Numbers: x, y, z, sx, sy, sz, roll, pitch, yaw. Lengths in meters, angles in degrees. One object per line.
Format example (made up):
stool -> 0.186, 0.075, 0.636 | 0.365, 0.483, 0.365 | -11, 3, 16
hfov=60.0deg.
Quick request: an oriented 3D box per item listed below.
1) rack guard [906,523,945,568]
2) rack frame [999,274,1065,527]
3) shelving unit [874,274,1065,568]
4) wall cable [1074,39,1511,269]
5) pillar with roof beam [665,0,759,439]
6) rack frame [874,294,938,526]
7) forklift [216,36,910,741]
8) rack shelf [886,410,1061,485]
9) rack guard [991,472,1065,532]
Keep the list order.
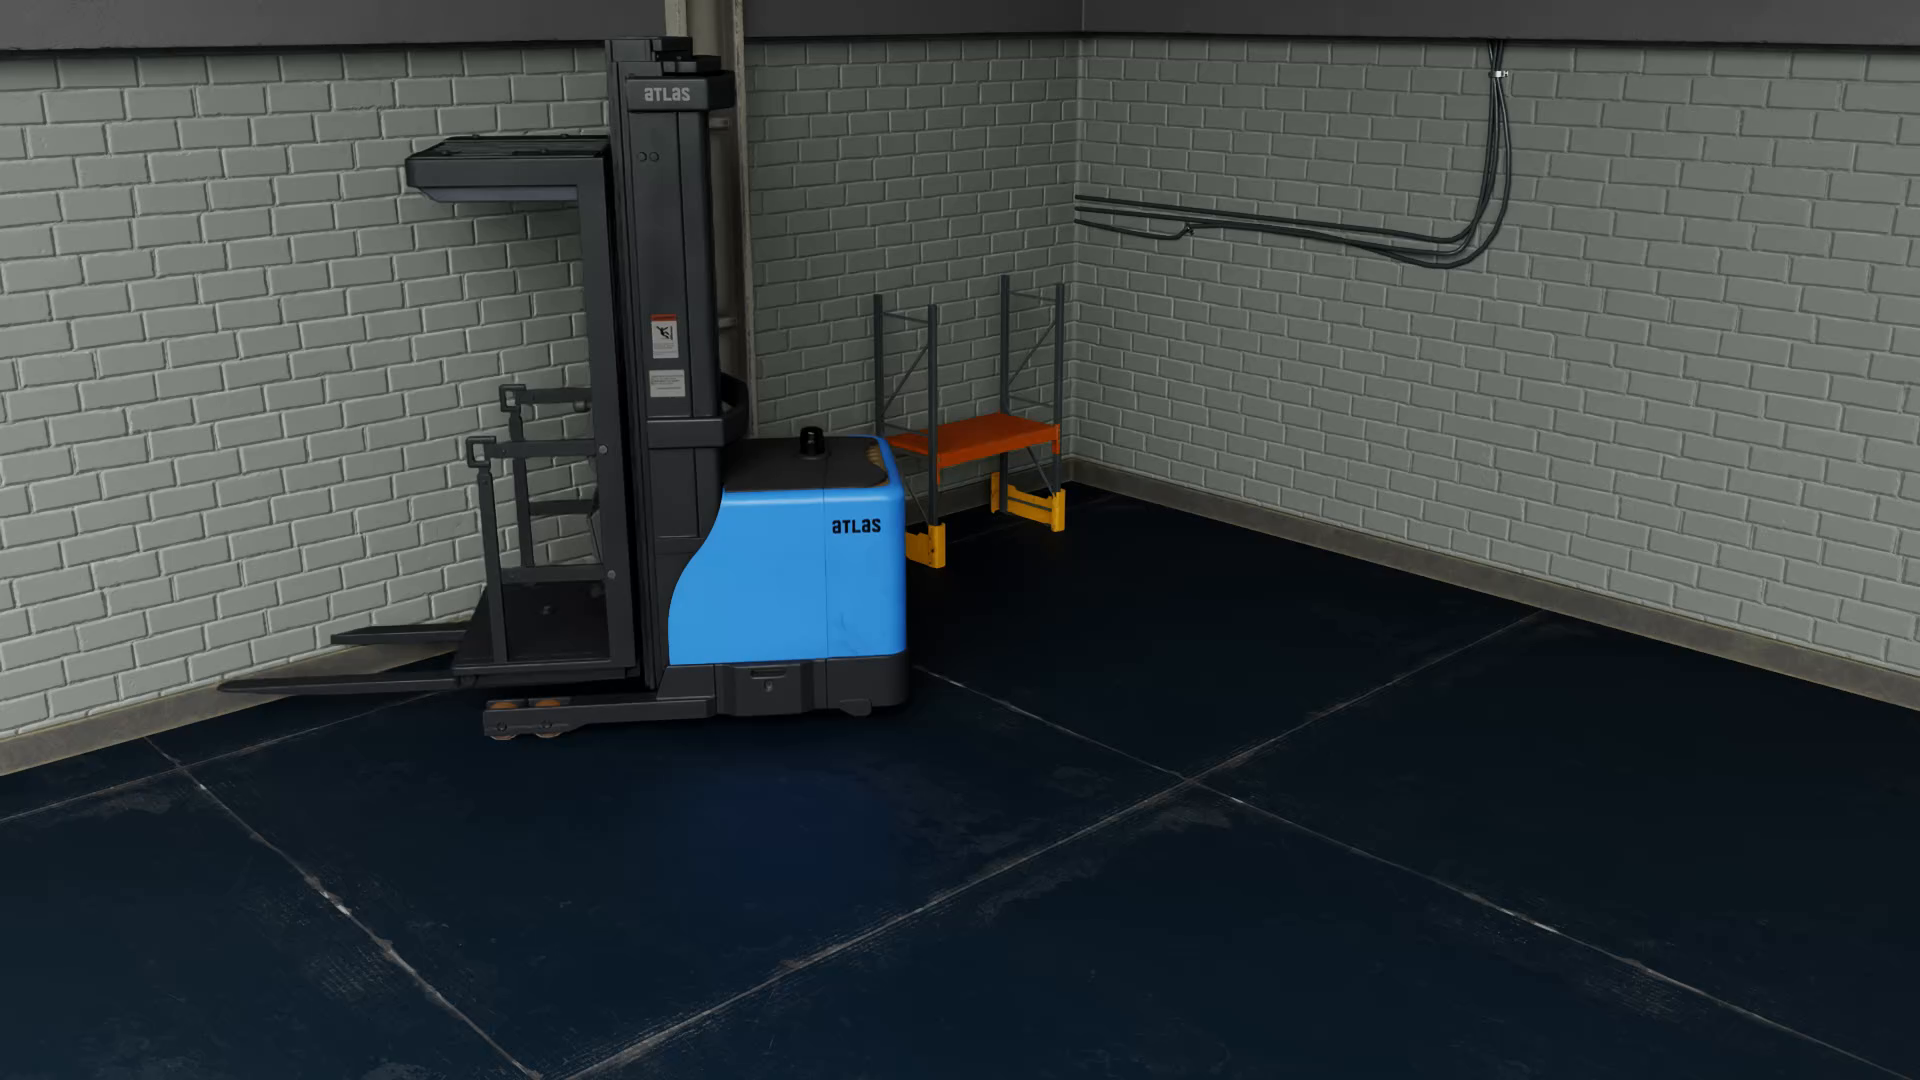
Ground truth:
rack guard -> -0.306, -0.030, 9.670 | 0.087, 0.250, 0.587 | -16, 24, -41
rack frame -> 0.431, -0.839, 10.141 | 0.032, 1.500, 0.500 | -16, 24, -41
shelving unit -> 0.055, -0.730, 9.803 | 1.083, 1.500, 0.587 | -16, 24, -41
wall cable -> 1.722, -2.876, 9.299 | 0.112, 2.526, 3.097 | -16, 24, -41
pillar with roof beam -> 1.631, -3.060, 4.834 | 0.400, 9.000, 9.100 | -16, 24, -41
rack frame -> -0.307, -0.624, 9.477 | 0.032, 1.500, 0.500 | -16, 24, -41
forklift -> -1.783, -0.689, 7.356 | 3.031, 2.935, 1.130 | -2, 18, -7
rack shelf -> 0.062, -0.560, 9.865 | 1.000, 0.185, 0.538 | -16, 24, -41
rack guard -> 0.417, -0.241, 10.321 | 0.087, 0.250, 0.587 | -16, 24, -41
